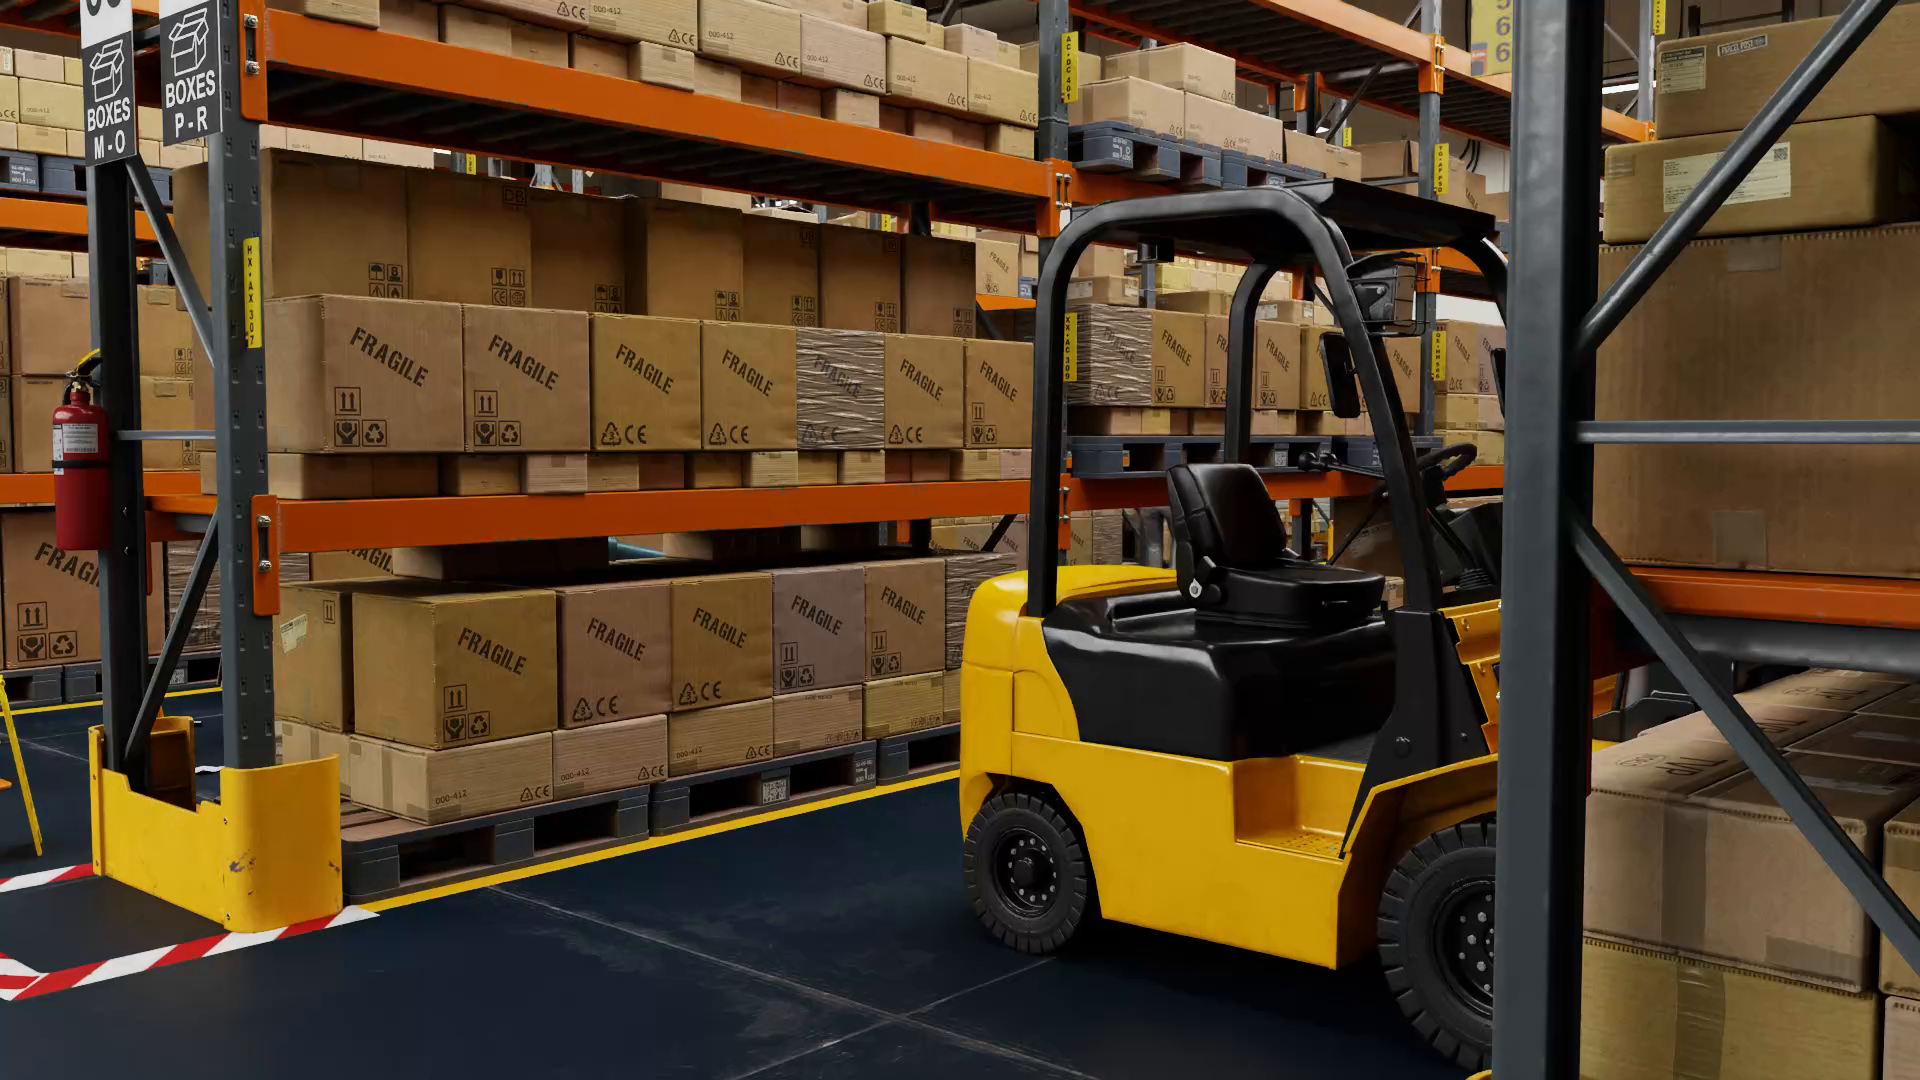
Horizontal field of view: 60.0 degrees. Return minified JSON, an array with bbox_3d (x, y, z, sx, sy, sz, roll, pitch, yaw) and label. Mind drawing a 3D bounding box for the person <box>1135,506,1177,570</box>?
[{"bbox_3d":[1.876,-0.326,15.476,0.586,1.818,0.496,1,4,14],"label":"person"}]
